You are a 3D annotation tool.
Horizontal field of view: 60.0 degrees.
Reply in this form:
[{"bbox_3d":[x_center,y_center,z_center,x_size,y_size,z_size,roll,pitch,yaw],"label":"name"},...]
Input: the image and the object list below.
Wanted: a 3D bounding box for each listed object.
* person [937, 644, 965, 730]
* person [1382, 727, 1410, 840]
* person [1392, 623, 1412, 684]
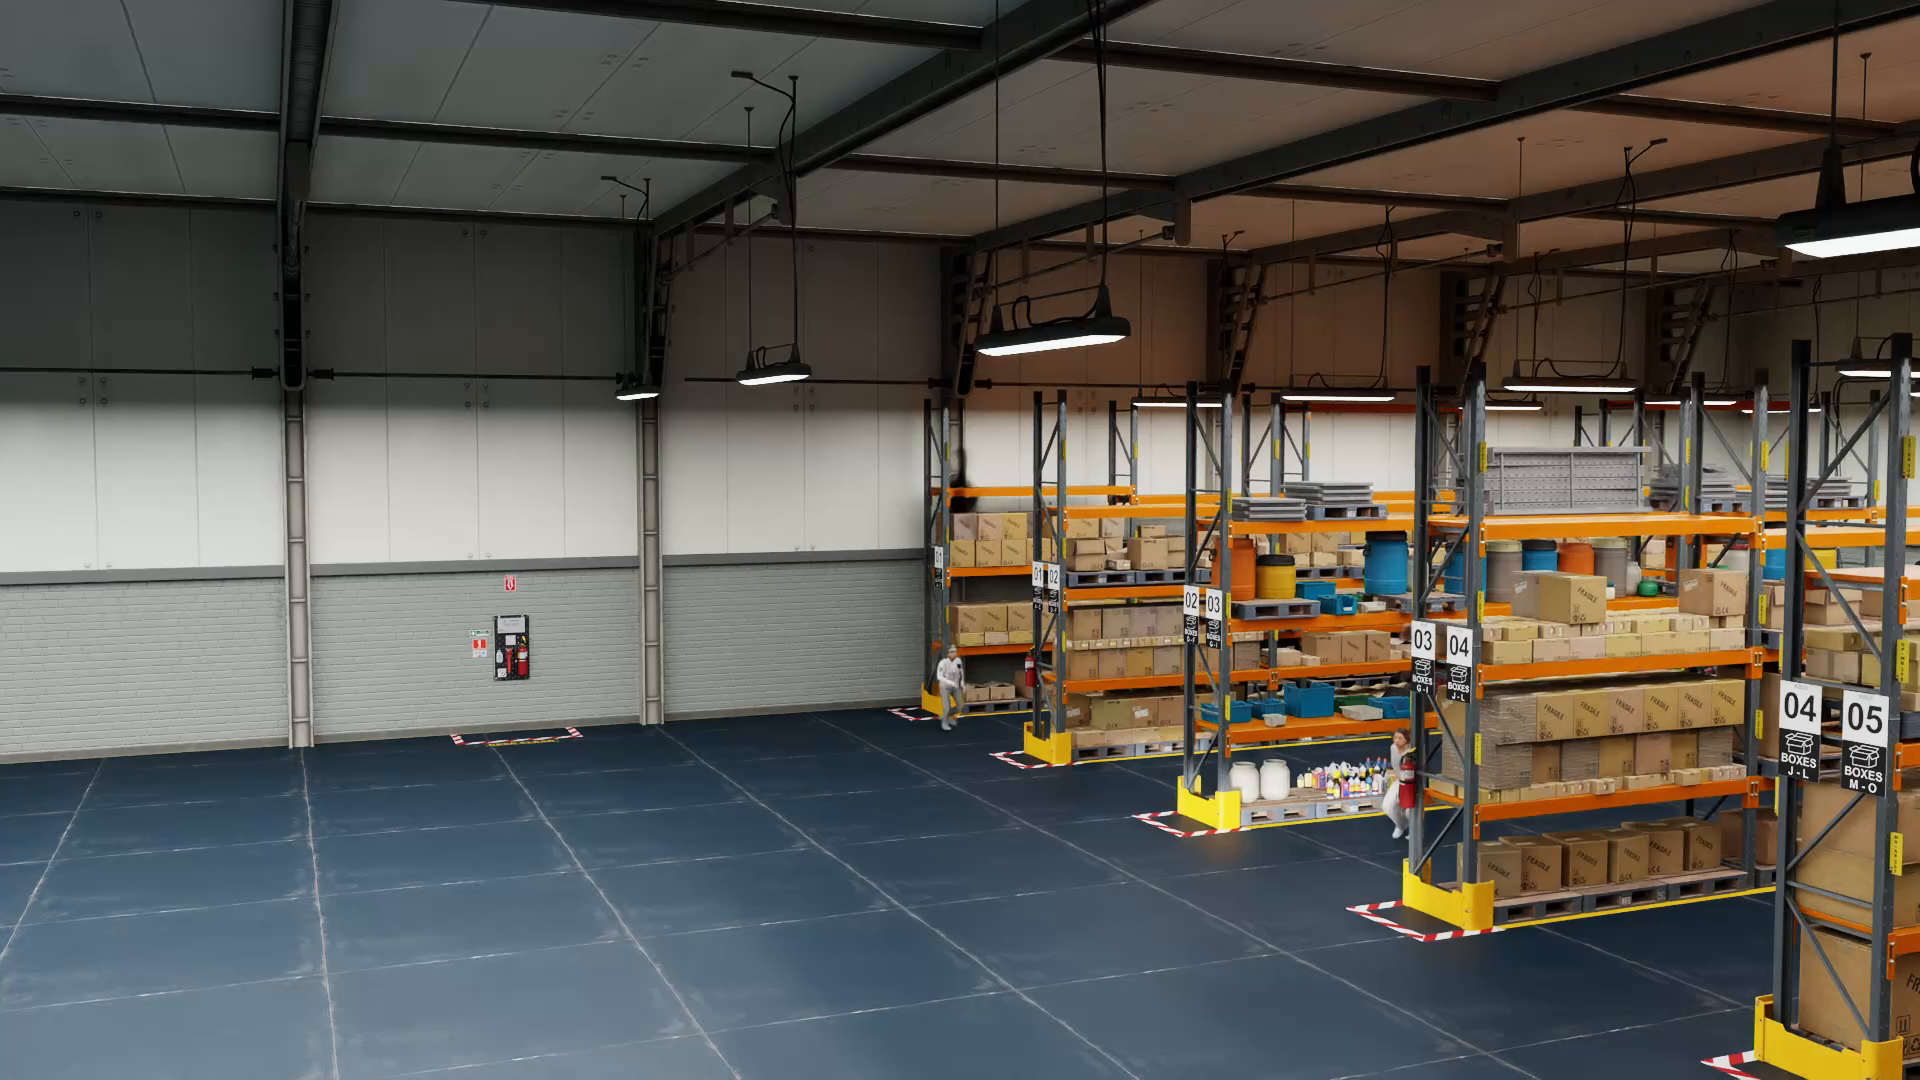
[{"bbox_3d":[-0.148,2.626,29.668,0.555,1.583,0.706,-1,4,-23],"label":"person"},{"bbox_3d":[5.702,3.137,21.344,0.553,1.526,0.875,3,5,44],"label":"person"},{"bbox_3d":[8.625,2.441,31.885,0.721,1.734,0.728,-2,4,-34],"label":"person"}]
